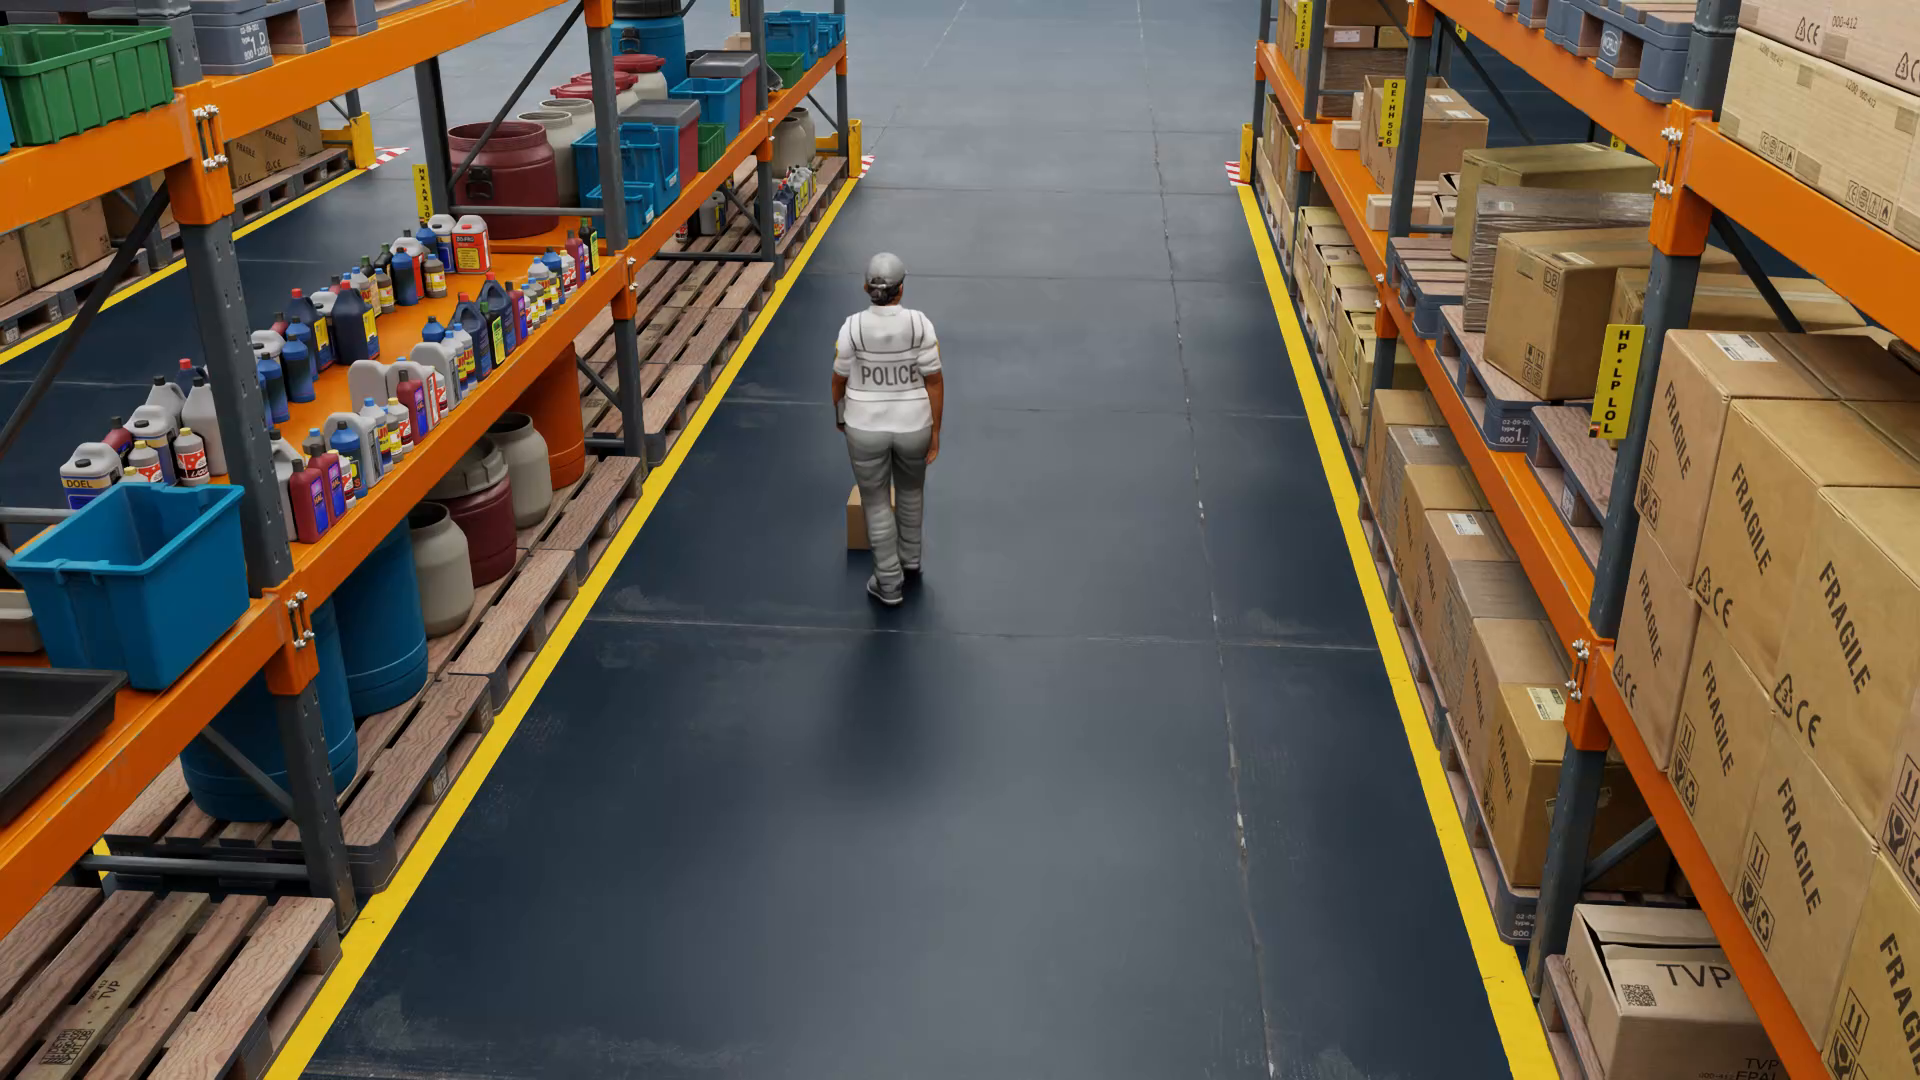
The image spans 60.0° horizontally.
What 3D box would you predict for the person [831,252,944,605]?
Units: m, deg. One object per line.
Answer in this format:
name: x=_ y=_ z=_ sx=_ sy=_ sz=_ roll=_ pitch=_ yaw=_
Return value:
person: x=-0.356 y=-0.510 z=7.763 sx=0.486 sy=1.729 sz=0.586 roll=-7 pitch=26 yaw=-15
